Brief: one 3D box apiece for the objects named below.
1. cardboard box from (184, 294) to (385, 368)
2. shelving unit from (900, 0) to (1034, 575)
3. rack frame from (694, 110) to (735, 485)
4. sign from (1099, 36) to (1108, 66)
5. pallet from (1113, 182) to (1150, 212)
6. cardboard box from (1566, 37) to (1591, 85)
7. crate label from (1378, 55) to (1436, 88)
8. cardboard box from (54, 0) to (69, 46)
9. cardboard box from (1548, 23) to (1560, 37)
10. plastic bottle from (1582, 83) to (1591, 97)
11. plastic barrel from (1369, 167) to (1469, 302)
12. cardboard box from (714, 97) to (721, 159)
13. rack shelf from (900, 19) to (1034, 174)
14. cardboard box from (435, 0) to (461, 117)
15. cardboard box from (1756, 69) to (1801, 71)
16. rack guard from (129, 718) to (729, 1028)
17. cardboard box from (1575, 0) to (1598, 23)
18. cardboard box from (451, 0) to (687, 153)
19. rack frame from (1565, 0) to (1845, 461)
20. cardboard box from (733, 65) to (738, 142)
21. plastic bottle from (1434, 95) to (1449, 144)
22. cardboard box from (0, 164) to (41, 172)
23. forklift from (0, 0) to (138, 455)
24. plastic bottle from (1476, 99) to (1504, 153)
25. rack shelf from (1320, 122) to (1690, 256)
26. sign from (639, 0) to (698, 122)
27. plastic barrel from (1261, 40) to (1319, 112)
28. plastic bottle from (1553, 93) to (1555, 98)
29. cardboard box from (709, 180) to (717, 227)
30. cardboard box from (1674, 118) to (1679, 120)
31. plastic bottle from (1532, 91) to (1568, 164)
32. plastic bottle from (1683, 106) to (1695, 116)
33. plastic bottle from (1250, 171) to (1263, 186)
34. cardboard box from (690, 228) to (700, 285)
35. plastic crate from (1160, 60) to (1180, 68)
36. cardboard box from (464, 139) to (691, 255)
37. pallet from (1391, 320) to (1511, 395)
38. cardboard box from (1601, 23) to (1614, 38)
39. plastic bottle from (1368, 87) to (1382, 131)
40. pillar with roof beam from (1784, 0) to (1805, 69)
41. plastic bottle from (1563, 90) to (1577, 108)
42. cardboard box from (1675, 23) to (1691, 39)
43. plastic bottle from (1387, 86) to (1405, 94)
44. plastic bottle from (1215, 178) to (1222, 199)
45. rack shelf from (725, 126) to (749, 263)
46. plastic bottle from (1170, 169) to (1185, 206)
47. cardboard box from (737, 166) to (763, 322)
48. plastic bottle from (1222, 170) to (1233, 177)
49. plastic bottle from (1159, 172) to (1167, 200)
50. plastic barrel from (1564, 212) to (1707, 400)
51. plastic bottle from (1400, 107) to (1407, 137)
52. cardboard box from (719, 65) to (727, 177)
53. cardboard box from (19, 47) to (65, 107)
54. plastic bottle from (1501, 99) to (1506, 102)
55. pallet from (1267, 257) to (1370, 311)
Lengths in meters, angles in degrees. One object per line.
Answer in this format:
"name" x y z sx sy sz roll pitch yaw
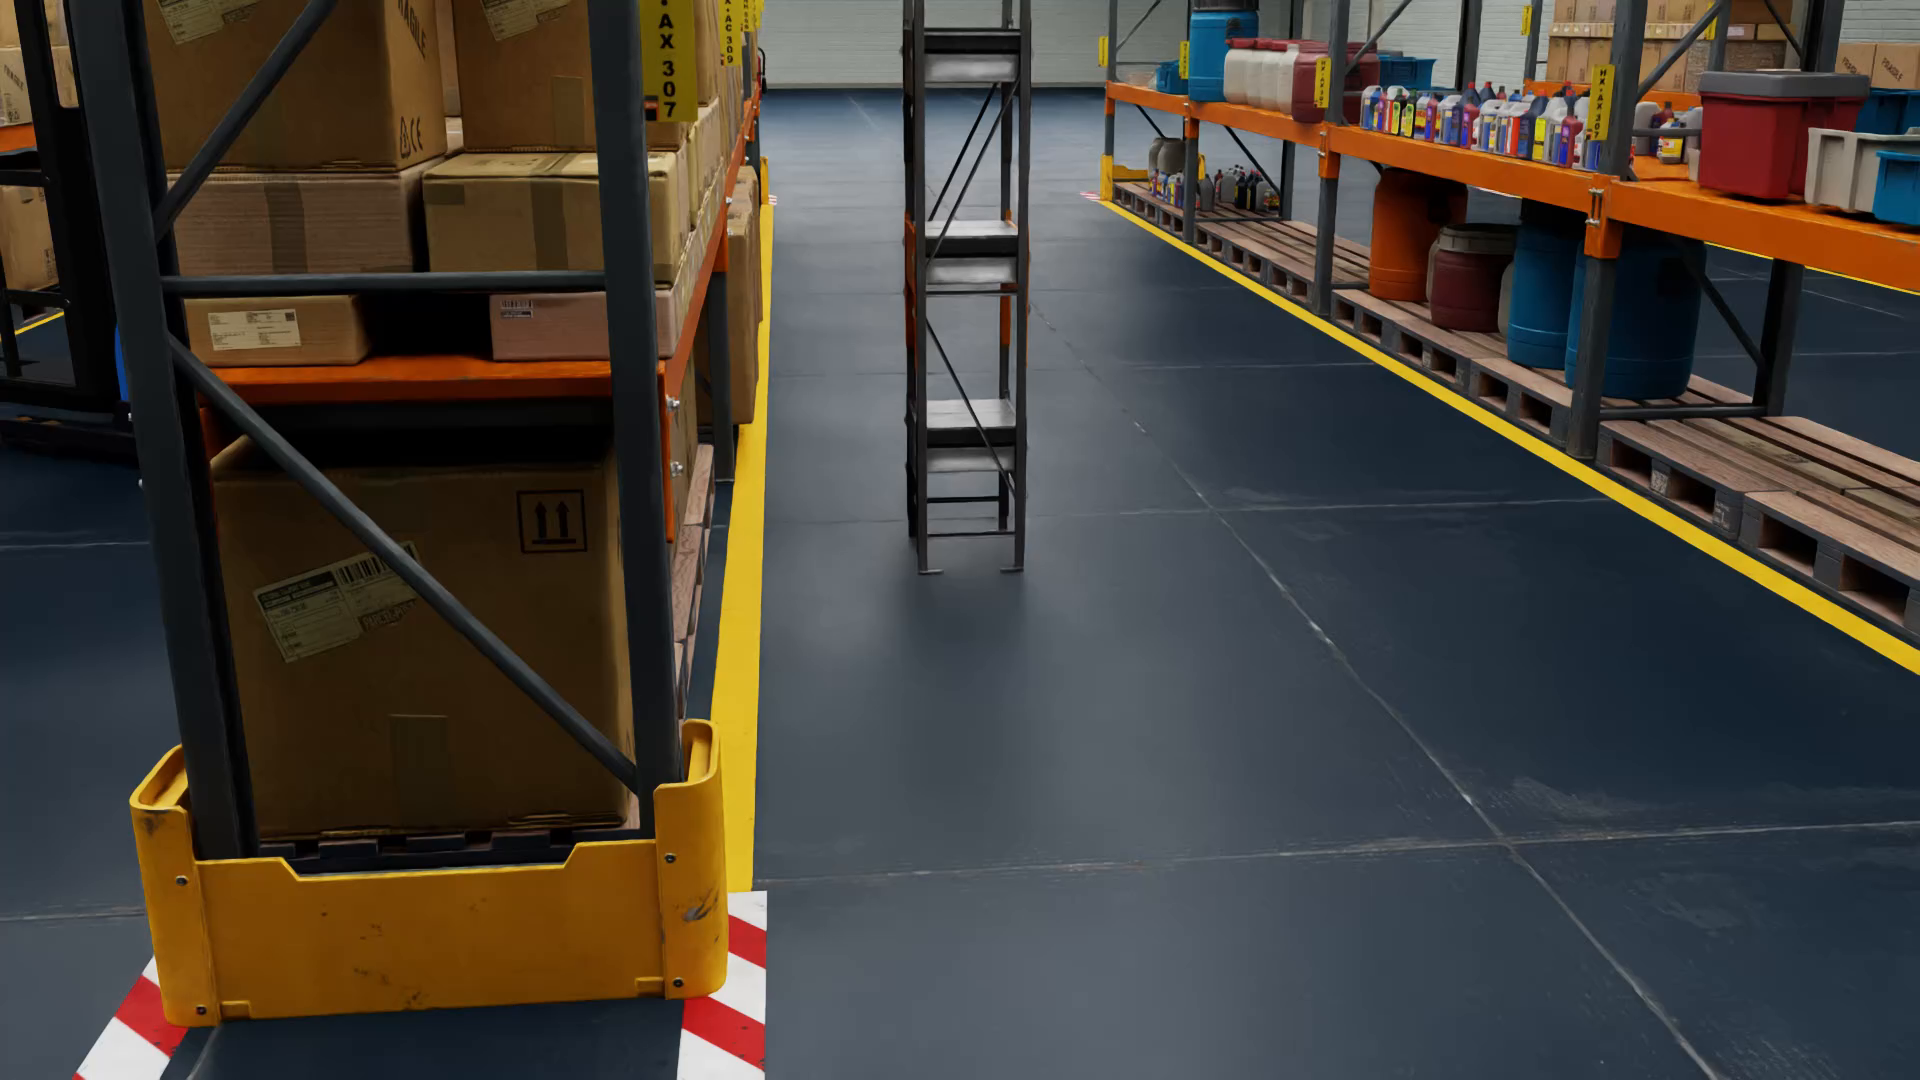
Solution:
"cardboard box" -1.470 -0.469 3.584 0.380 0.149 0.250 -1 17 -5
"shelving unit" 0.017 -0.952 6.205 0.431 2.100 0.503 -2 18 -6
"rack frame" -1.519 -1.685 7.037 1.000 3.000 0.127 -2 18 -6
"sign" 1.622 -5.530 18.821 0.100 0.325 0.005 -2 18 -6
"pallet" 2.303 -3.820 18.491 1.003 0.211 1.213 -2 18 -6
"cardboard box" 7.192 -5.317 18.439 0.700 0.500 0.500 -1 17 -4
"crate label" 3.162 -3.351 12.284 0.502 0.435 0.616 -2 18 -6
"cardboard box" -7.124 -4.019 12.634 0.700 0.500 0.500 -2 18 -5
"cardboard box" 6.924 -5.799 18.890 0.380 0.149 0.250 -2 18 -6
"plastic bottle" 3.587 -2.415 9.444 0.144 0.351 0.185 -2 18 -6
"plastic barrel" 3.063 -2.050 11.120 0.600 0.830 0.708 -2 18 -6
"cardboard box" -1.212 -1.632 6.621 0.500 0.250 0.500 -2 18 -7
"rack shelf" 0.017 -1.607 6.000 0.431 0.518 0.480 -2 18 -6
"cardboard box" -1.622 -1.661 5.461 0.500 0.500 0.500 -2 18 -7
"cardboard box" 7.604 -4.157 15.160 0.500 0.250 0.500 -1 17 -2
"rack guard" -1.104 0.706 3.592 1.175 0.500 0.348 -2 18 -6
"cardboard box" 7.198 -5.920 18.194 0.700 0.500 0.500 -2 18 -7
"cardboard box" -0.939 -1.222 4.063 0.500 0.500 0.500 -2 18 -7
"rack frame" 3.408 -1.838 7.524 1.000 3.000 0.127 -2 18 -6
"cardboard box" -1.588 -2.636 9.900 0.500 0.500 0.500 -2 18 -6
"plastic bottle" 2.822 -2.450 9.688 0.097 0.271 0.097 0 17 0
"cardboard box" -6.942 -2.325 12.131 1.050 0.750 0.750 -2 17 -5
"forklift" -4.085 -1.941 7.966 3.031 2.935 1.130 8 19 23
"plastic bottle" 2.918 -2.255 9.058 0.152 0.276 0.135 -2 18 -6
"rack shelf" 3.202 -2.091 9.530 1.077 0.370 4.000 -2 18 -6
"sign" -0.554 -0.960 3.148 0.100 0.325 0.005 -2 18 -6
"plastic barrel" 2.584 -3.647 13.059 0.433 0.535 0.433 0 17 0
"plastic bottle" 3.455 -2.467 9.721 0.061 0.283 0.133 -2 18 -6
"cardboard box" -1.055 -1.178 5.841 0.380 0.149 0.250 -1 17 -5
"cardboard box" 7.566 -4.363 18.205 0.500 0.500 0.500 -2 18 -6
"plastic bottle" 2.988 -2.078 8.372 0.144 0.351 0.185 -2 18 -6
"plastic bottle" 3.717 -2.071 8.480 0.097 0.271 0.097 0 17 0
"plastic bottle" 2.912 -3.421 16.254 0.144 0.351 0.185 -1 17 -4
"cardboard box" -0.922 -0.796 4.623 0.380 0.149 0.250 -2 18 -7
"plastic crate" 2.519 -5.203 18.489 0.499 0.251 0.616 -2 18 -6
"cardboard box" -0.947 -0.870 4.193 0.500 0.250 0.500 -2 18 -6
"pallet" 3.241 -1.103 9.839 1.003 0.211 1.213 -2 18 -6
"cardboard box" 7.059 -5.415 17.668 0.380 0.149 0.250 -2 18 -6
"plastic bottle" 2.703 -2.794 10.784 0.097 0.271 0.097 0 17 0
"pillar with roof beam" 8.056 -10.054 23.680 9.100 9.000 0.400 -2 18 -6
"plastic bottle" 3.112 -2.138 8.561 0.144 0.351 0.185 -2 18 -6
"cardboard box" 7.216 -4.957 16.208 0.380 0.149 0.250 -2 18 -7
"plastic bottle" 2.870 -2.836 10.911 0.152 0.276 0.135 -2 18 -6
"plastic bottle" 2.686 -3.628 17.162 0.097 0.201 0.097 0 17 0
"rack shelf" -1.725 -1.938 9.043 1.077 0.370 4.000 -2 18 -6
"plastic bottle" 2.176 -3.504 16.518 0.144 0.351 0.185 -2 18 -6
"cardboard box" -1.881 -1.857 10.431 1.225 0.875 0.875 -3 18 -8
"plastic bottle" 2.794 -3.714 17.313 0.152 0.276 0.135 -2 18 -5
"plastic bottle" 2.093 -3.640 17.083 0.097 0.271 0.097 0 17 0
"plastic barrel" 3.369 -1.200 8.294 0.600 0.901 0.708 -2 18 -6
"plastic bottle" 2.765 -2.583 10.229 0.097 0.201 0.097 0 17 0
"cardboard box" -1.318 -1.878 7.483 0.500 0.500 0.500 -2 18 -5
"cardboard box" -6.760 -3.245 11.839 0.500 0.500 0.500 -2 18 -6
"plastic bottle" 3.479 -2.724 10.678 0.097 0.201 0.097 0 17 0
"pallet" 2.954 -1.931 12.477 1.003 0.211 1.213 -2 18 -6
